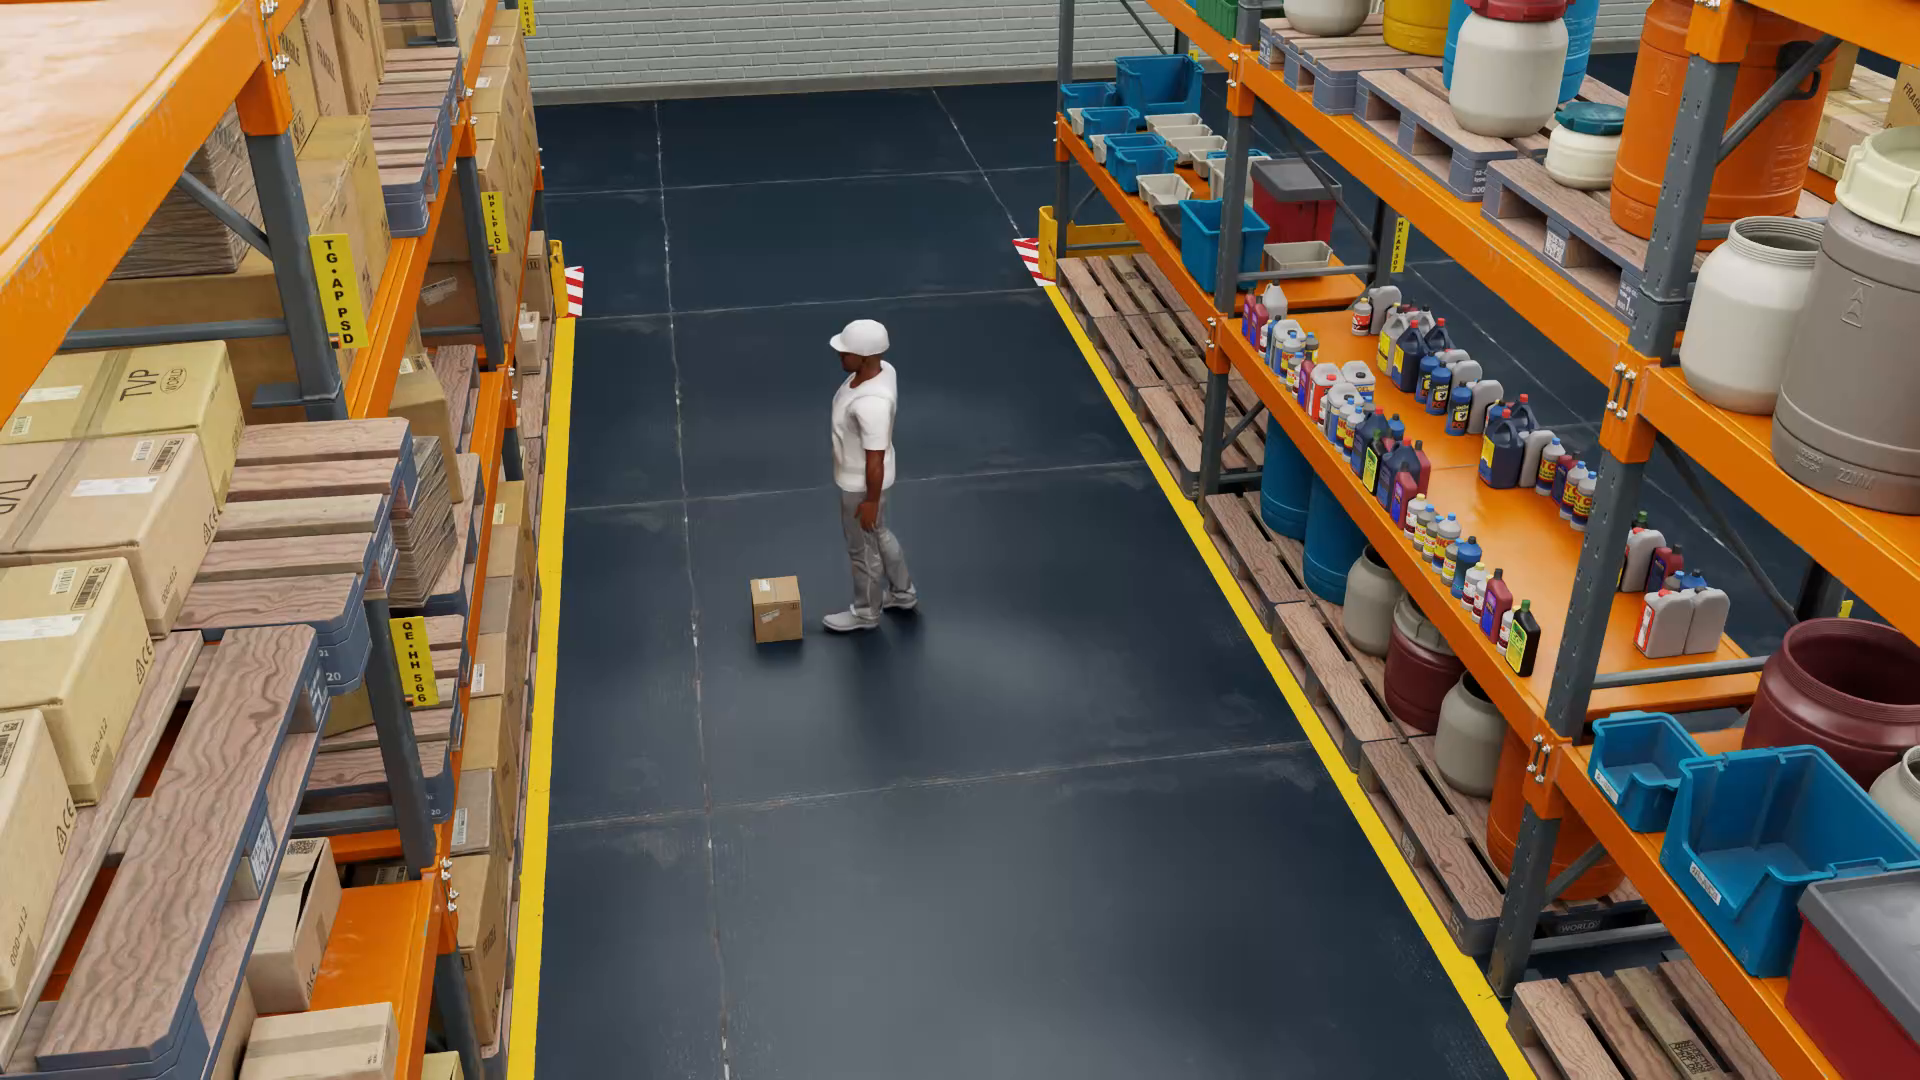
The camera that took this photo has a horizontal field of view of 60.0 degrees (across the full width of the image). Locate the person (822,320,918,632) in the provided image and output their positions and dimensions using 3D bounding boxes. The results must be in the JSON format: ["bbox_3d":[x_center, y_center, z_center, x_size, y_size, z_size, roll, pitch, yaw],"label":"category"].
[{"bbox_3d":[-0.489,-0.333,8.663,0.513,1.769,0.601,0,31,1],"label":"person"}]
